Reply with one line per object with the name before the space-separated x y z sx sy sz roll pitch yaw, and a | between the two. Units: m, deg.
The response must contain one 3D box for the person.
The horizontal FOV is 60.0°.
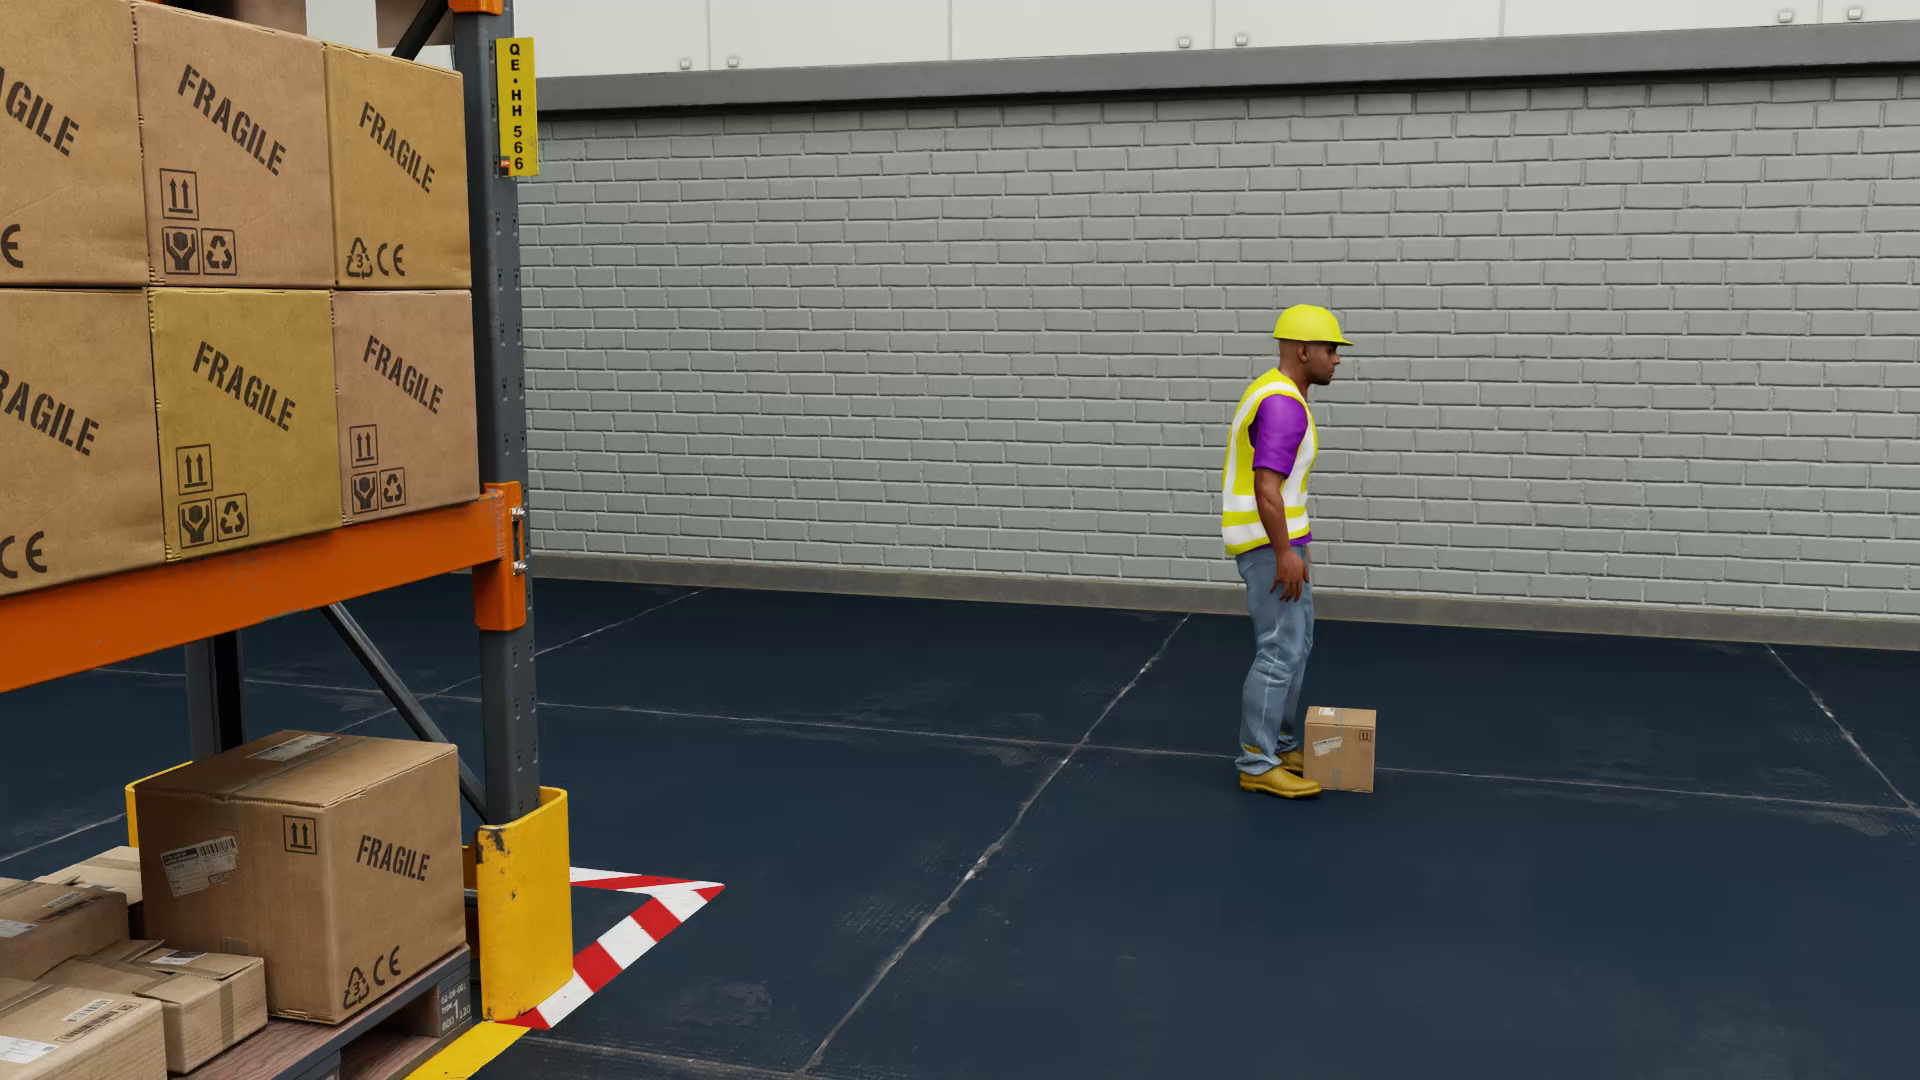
person | 1.193 0.020 6.126 0.457 1.761 0.638 2 9 14
